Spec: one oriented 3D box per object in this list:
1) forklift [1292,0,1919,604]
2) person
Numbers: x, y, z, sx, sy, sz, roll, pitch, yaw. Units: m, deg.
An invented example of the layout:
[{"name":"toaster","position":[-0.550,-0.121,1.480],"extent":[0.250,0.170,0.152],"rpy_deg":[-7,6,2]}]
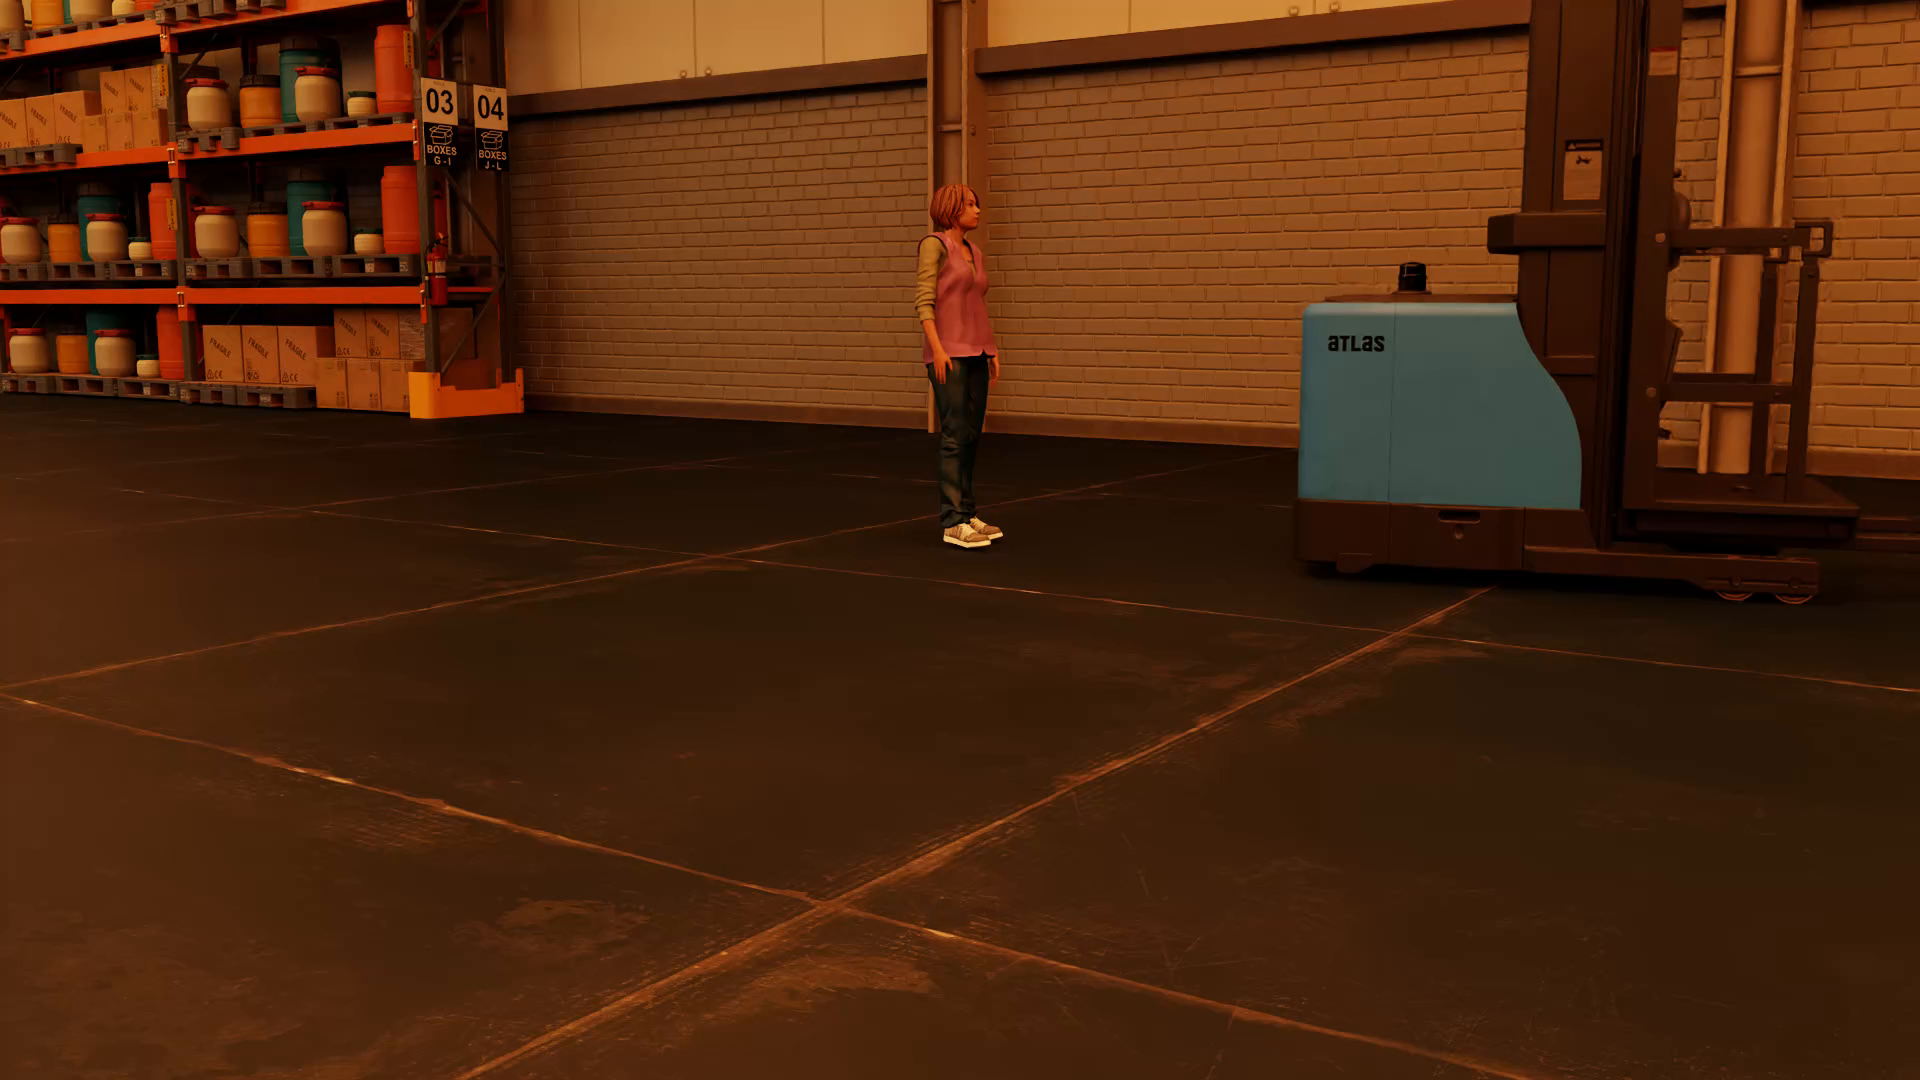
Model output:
[{"name":"forklift","position":[2.897,-1.304,6.361],"extent":[3.031,2.935,1.130],"rpy_deg":[3,9,18]},{"name":"person","position":[0.054,-0.790,7.438],"extent":[0.473,1.599,0.521],"rpy_deg":[5,10,34]}]
